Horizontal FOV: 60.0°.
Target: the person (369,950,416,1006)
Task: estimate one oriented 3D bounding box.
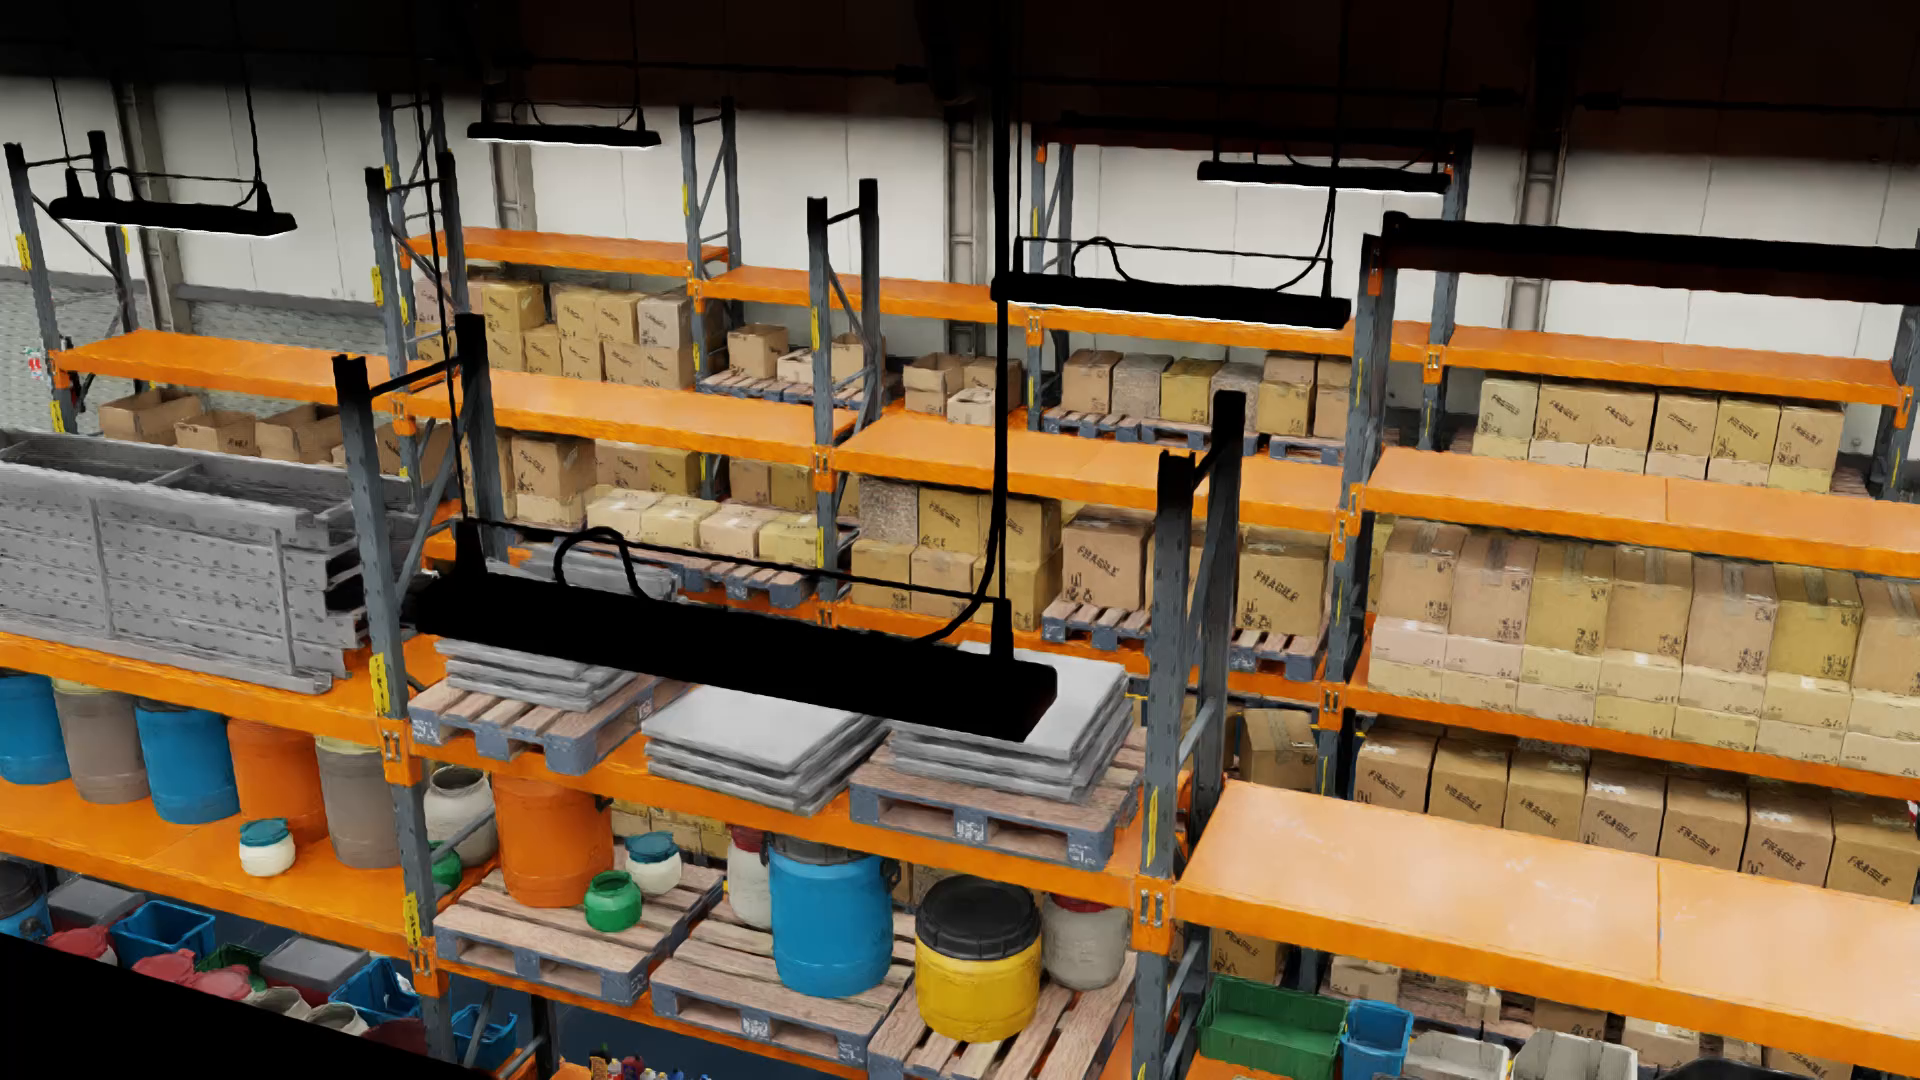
[{"bbox_3d":[-3.765,3.348,11.088,0.646,1.779,0.626,8,22,20],"label":"person"}]

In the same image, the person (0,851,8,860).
[{"bbox_3d":[-8.181,2.342,13.802,0.593,1.744,0.959,-20,28,-41],"label":"person"}]
